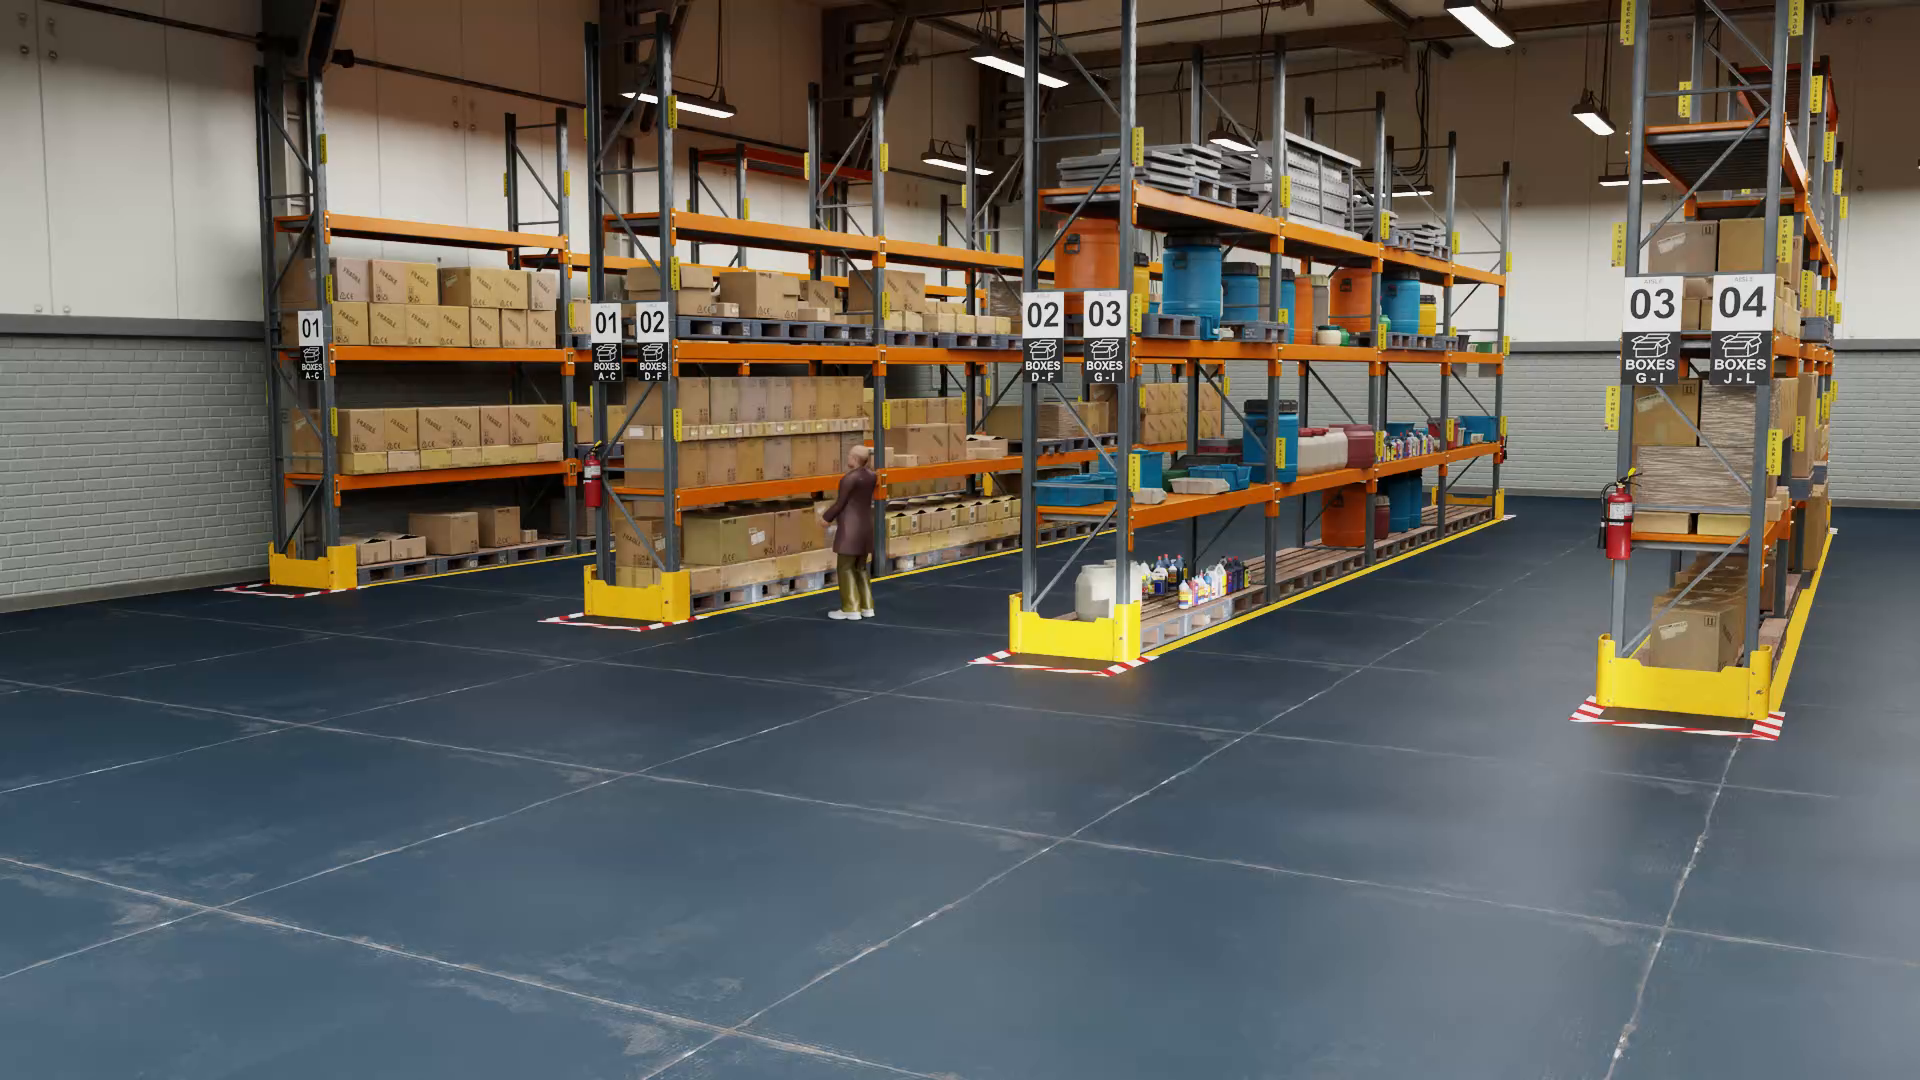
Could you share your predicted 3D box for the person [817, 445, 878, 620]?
[{"bbox_3d":[-1.158,-0.088,16.959,0.554,1.769,0.530,3,7,29],"label":"person"}]
